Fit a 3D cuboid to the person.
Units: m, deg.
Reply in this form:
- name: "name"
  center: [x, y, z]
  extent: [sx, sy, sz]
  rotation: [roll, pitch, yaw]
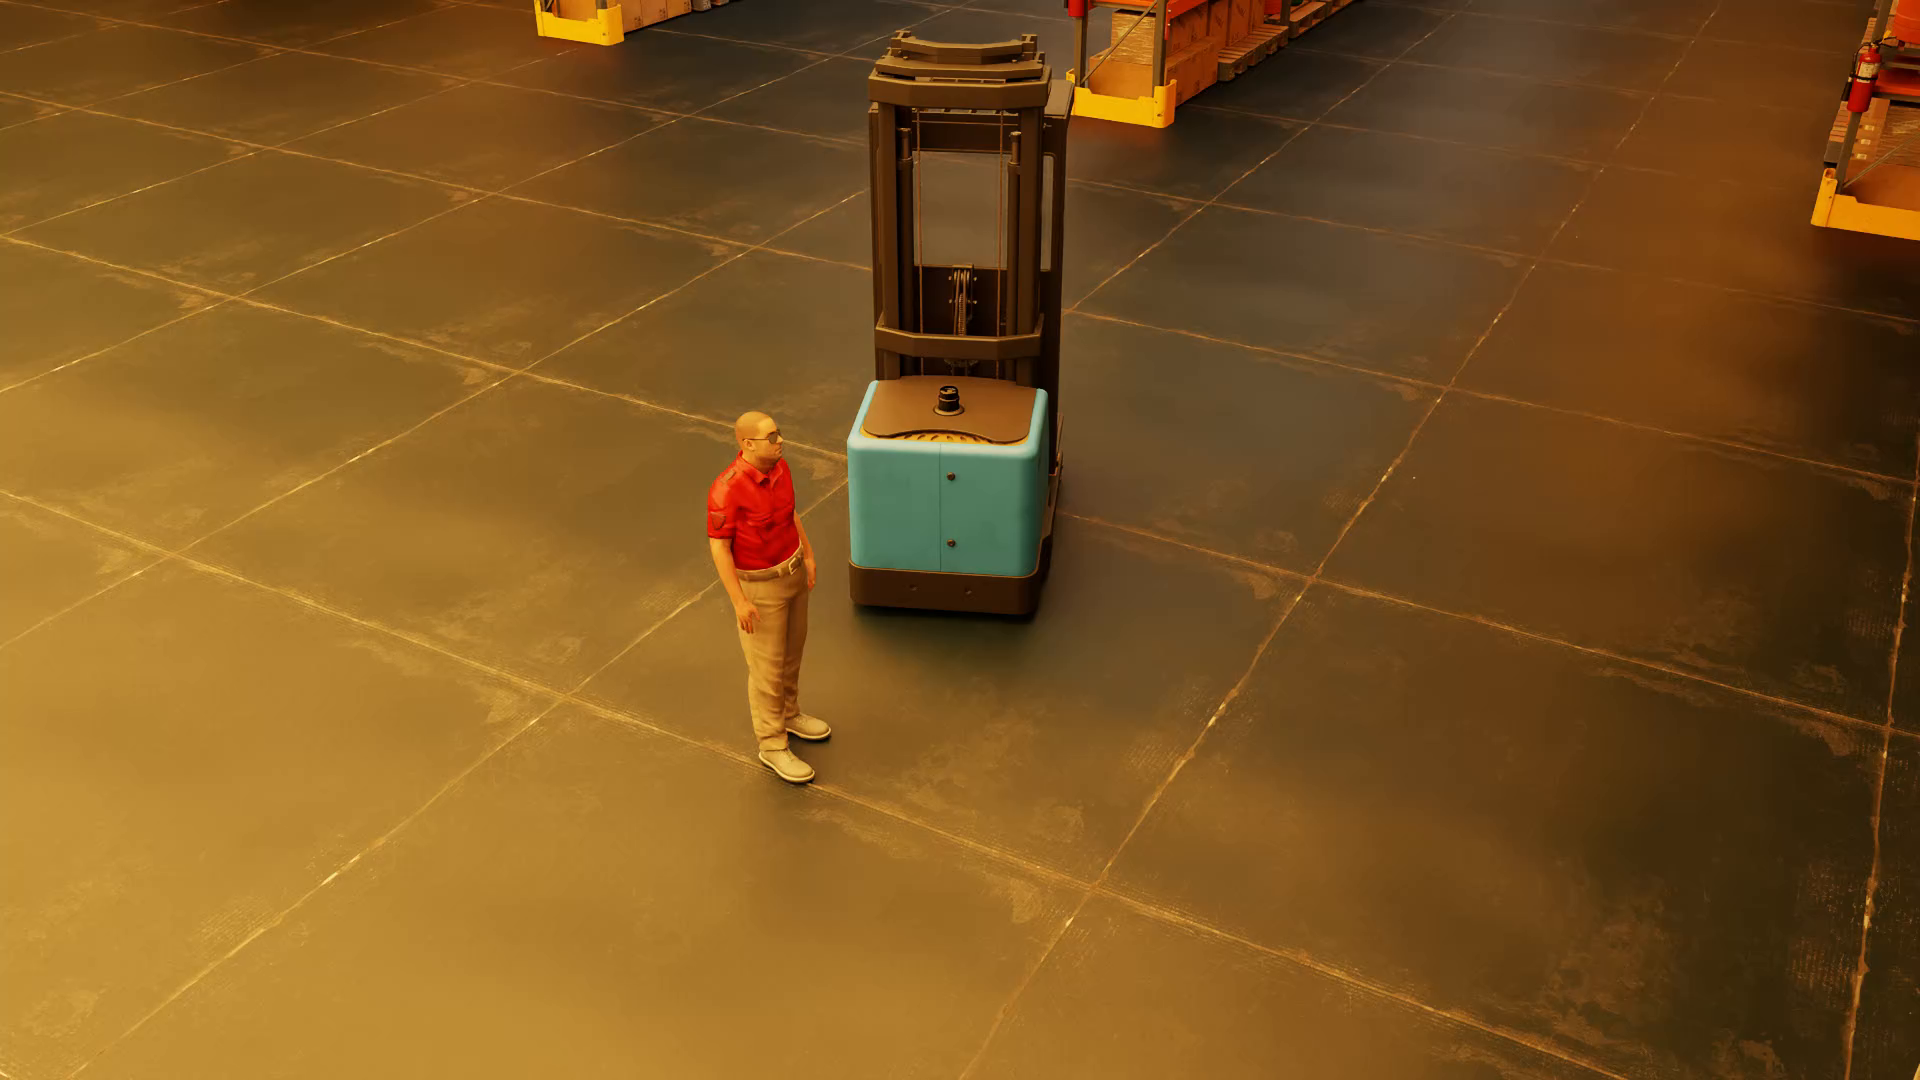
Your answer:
- name: "person"
  center: [-0.828, 0.231, 7.859]
  extent: [0.551, 1.727, 0.641]
  rotation: [15, 33, 24]

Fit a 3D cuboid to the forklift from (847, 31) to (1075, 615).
- name: "forklift"
  center: [0.072, -1.572, 9.794]
  extent: [1.130, 2.935, 3.031]
  rotation: [3, 30, 6]
